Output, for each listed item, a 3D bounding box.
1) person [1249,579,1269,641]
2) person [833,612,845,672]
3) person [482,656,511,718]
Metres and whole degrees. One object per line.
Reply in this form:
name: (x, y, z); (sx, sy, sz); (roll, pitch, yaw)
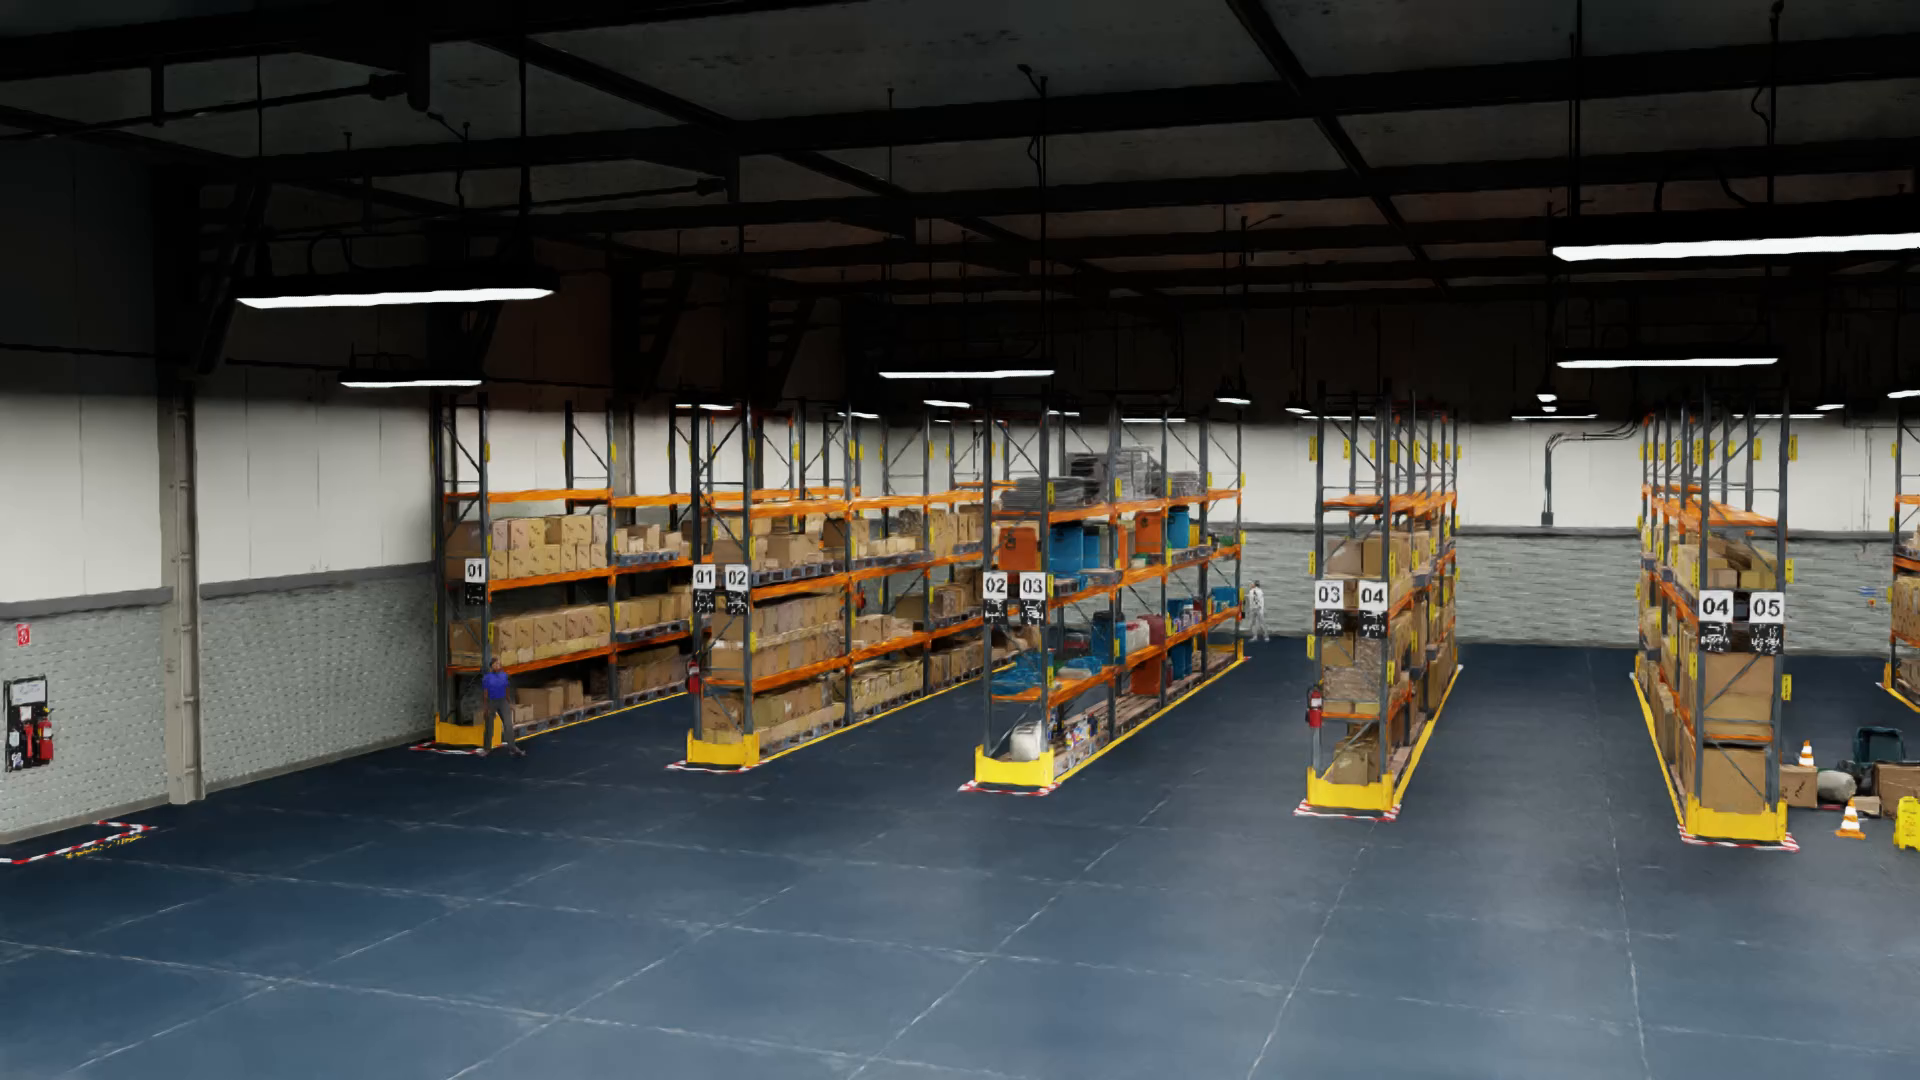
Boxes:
person: (7.905, 1.841, 43.918); (0.544, 1.661, 0.445); (-2, 4, -33)
person: (-2.599, 2.318, 36.082); (0.537, 1.541, 0.519); (1, 3, 17)
person: (-7.568, 2.391, 27.202); (0.483, 0.994, 0.282); (-2, 4, -33)
